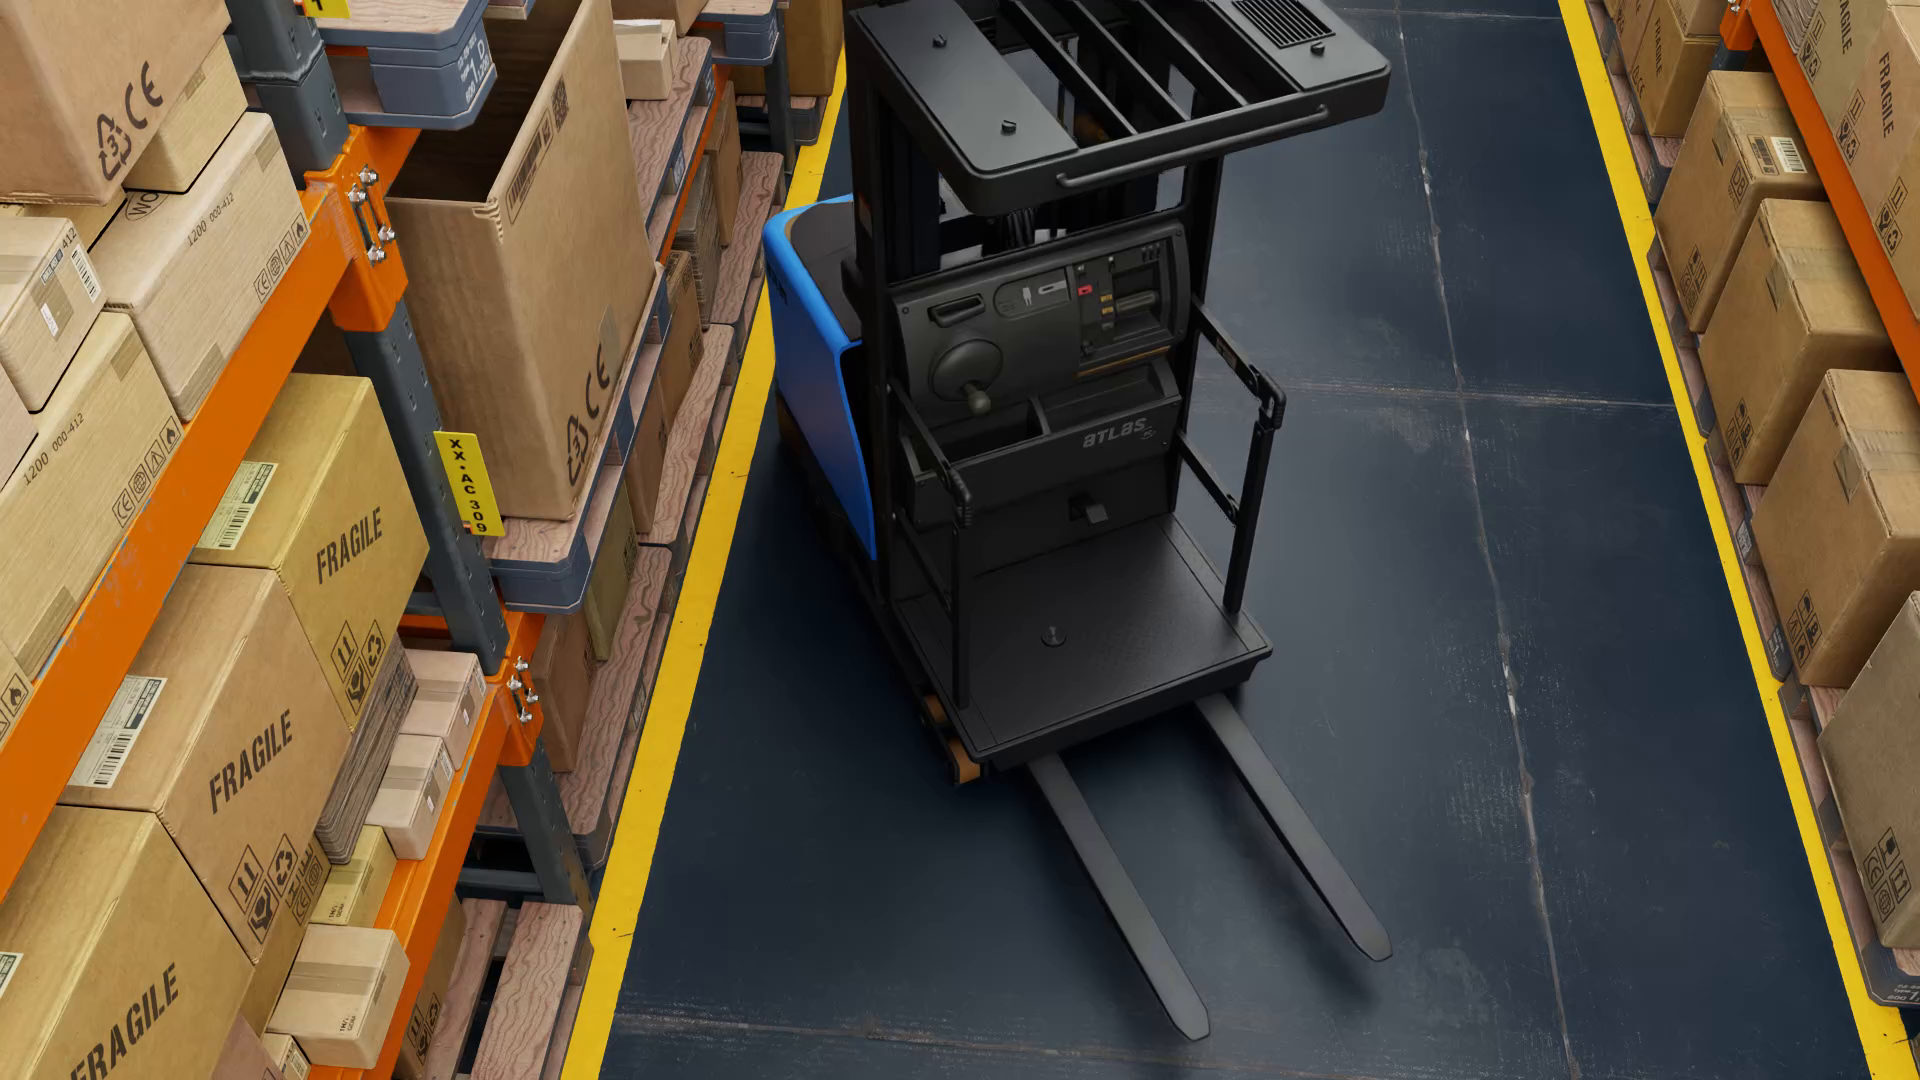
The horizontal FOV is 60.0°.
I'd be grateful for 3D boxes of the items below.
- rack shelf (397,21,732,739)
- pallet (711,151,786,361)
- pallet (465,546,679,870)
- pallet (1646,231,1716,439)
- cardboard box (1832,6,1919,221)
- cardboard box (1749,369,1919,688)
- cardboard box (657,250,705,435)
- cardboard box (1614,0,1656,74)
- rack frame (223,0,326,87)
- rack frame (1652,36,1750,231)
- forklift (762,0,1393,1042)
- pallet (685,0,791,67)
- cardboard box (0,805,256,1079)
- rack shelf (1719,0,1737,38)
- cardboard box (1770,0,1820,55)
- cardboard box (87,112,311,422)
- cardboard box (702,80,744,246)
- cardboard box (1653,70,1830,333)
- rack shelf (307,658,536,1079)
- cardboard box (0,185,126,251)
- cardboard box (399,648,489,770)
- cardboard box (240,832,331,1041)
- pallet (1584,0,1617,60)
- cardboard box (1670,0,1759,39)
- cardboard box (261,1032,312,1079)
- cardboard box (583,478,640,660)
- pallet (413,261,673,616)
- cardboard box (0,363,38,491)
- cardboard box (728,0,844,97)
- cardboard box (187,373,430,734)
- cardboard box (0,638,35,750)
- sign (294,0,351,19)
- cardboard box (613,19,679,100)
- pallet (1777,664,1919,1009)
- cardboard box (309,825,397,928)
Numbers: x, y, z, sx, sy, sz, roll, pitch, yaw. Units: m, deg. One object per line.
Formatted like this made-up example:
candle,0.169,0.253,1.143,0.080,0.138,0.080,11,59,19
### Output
rack shelf,-1.464,-1.089,5.700,1.077,0.370,4.000,4,48,4
pallet,-1.354,-1.286,7.283,1.003,0.211,1.213,4,48,4
pallet,-1.577,0.507,5.643,1.003,0.211,1.213,4,48,4
pallet,3.502,-0.878,6.910,1.003,0.211,1.213,4,48,4
cardboard box,3.249,-1.371,5.403,0.500,0.500,0.500,4,48,3
cardboard box,3.343,-0.007,5.464,1.050,0.750,0.750,4,48,4
cardboard box,-1.405,-0.787,6.333,0.700,0.500,0.500,7,48,7
cardboard box,3.499,-2.574,7.981,0.500,0.500,0.500,6,48,5
rack frame,-1.646,-1.886,1.877,1.000,3.000,0.127,4,48,4
rack frame,3.649,-2.393,6.406,1.000,3.000,0.127,4,48,4
forklift,0.346,-0.553,4.769,1.130,2.935,3.031,-18,50,-16
pallet,-1.240,-2.205,6.364,1.213,0.211,1.003,4,48,4
cardboard box,-1.504,0.751,2.584,0.500,0.500,0.500,4,48,4
rack shelf,3.831,-3.620,8.016,1.077,0.370,4.000,4,48,4
cardboard box,3.339,-2.115,6.084,0.500,0.500,0.500,4,48,4
cardboard box,-1.428,-0.471,2.717,0.500,0.250,0.500,5,48,5
cardboard box,-1.323,-1.612,7.088,0.700,0.500,0.500,2,48,1
cardboard box,3.504,-1.334,6.678,1.050,0.750,0.750,3,48,3
rack shelf,-1.828,1.851,3.012,1.077,0.370,4.000,4,48,4
cardboard box,-1.503,-0.509,2.482,0.380,0.149,0.250,4,48,4
cardboard box,-1.373,0.401,4.021,0.380,0.149,0.250,4,48,4
cardboard box,-1.829,0.696,3.311,0.875,0.500,0.500,4,48,4
pallet,3.835,-2.920,8.778,1.003,0.211,1.213,4,48,4
cardboard box,3.450,-2.465,7.373,0.500,0.250,0.500,3,48,3
cardboard box,-1.554,1.130,3.354,0.380,0.149,0.250,4,48,4
cardboard box,-1.506,0.035,5.581,0.700,0.500,0.500,4,48,3
pallet,-1.432,-0.349,4.666,1.003,0.211,1.213,4,48,4
cardboard box,-1.439,-0.115,2.121,0.380,0.149,0.250,3,48,2
cardboard box,-1.198,-2.731,7.871,1.225,0.875,0.875,2,48,2
cardboard box,-1.413,0.016,3.256,0.500,0.500,0.500,4,48,4
cardboard box,-1.527,0.287,2.024,0.500,0.250,0.500,4,48,3
sign,-1.105,-1.018,2.765,0.100,0.325,0.005,4,48,4
cardboard box,-1.165,-1.654,5.536,0.396,0.266,0.258,3,48,2
pallet,3.279,0.915,5.270,1.003,0.211,1.213,4,48,4
cardboard box,-1.488,0.764,3.689,0.380,0.149,0.250,4,48,4
